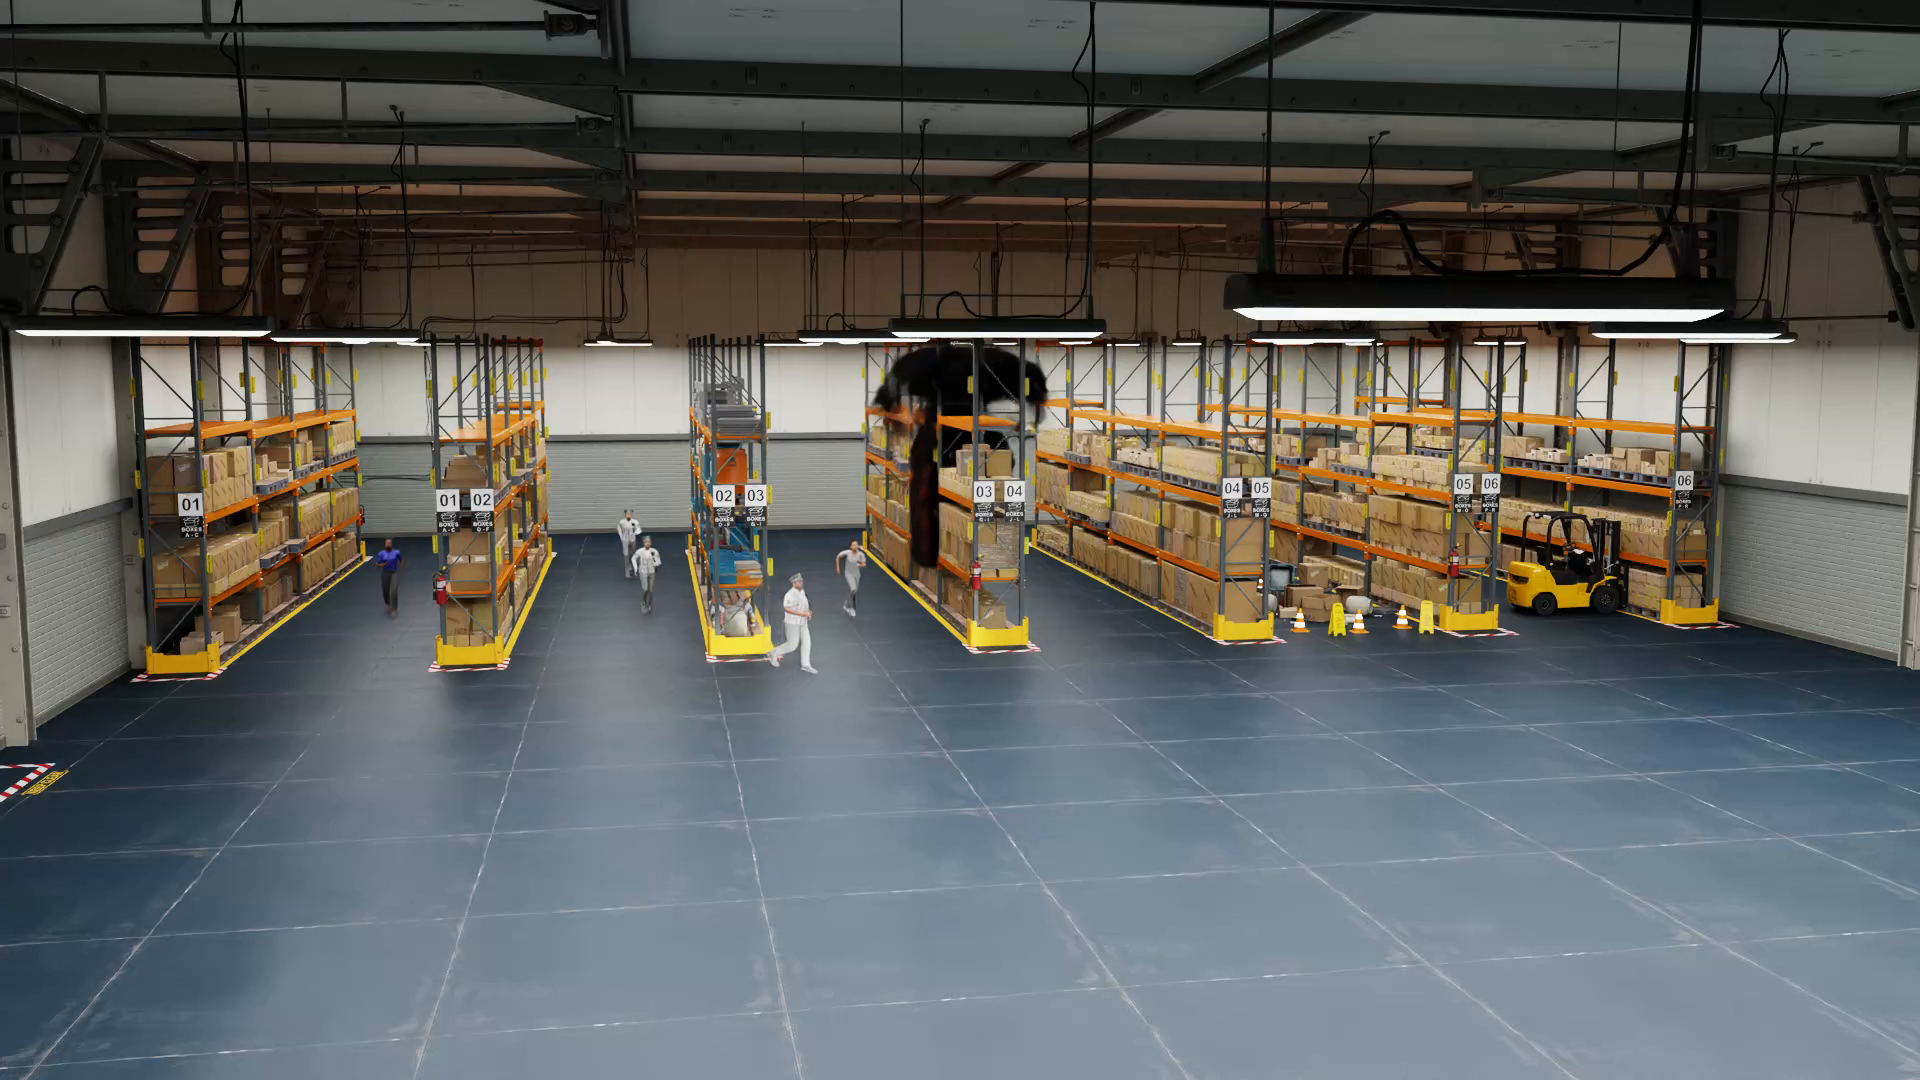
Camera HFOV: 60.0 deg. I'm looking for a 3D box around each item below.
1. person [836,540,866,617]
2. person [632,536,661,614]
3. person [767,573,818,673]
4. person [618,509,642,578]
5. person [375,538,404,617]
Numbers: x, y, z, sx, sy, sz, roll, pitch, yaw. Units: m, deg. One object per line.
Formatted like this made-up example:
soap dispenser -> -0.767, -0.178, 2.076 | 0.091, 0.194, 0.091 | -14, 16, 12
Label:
person -> -2.329, 0.804, 35.753 | 0.589, 1.660, 0.804 | -3, 7, -22
person -> -6.791, 0.749, 36.125 | 0.583, 1.703, 0.689 | -3, 7, -22
person -> -2.954, 1.470, 29.586 | 0.918, 1.793, 0.672 | 3, 7, 23
person -> -8.377, 0.060, 42.226 | 0.580, 1.730, 1.038 | -2, 7, -17
person -> -12.270, 0.783, 35.803 | 0.575, 1.645, 0.938 | -2, 7, -16
